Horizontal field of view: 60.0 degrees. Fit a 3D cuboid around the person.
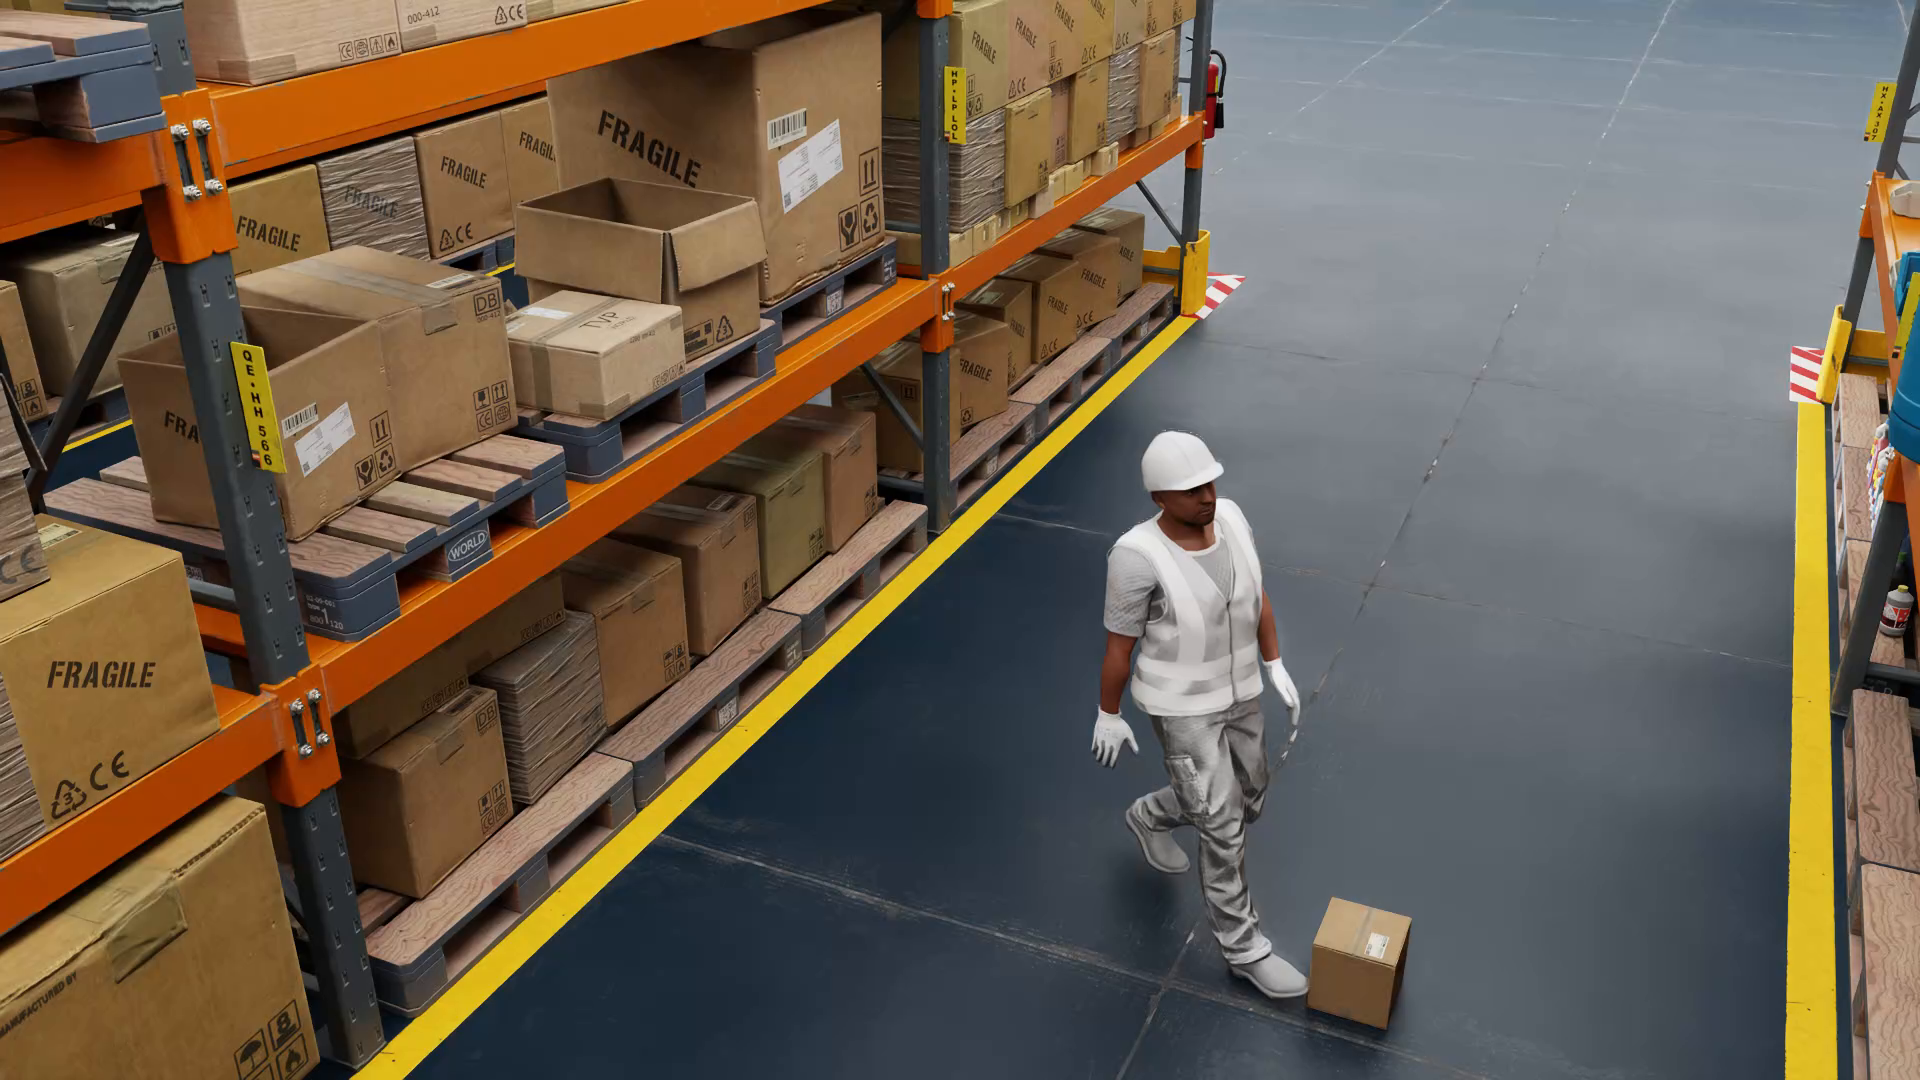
[{"bbox_3d":[0.814,0.516,5.102,0.619,1.717,0.922,-19,32,-34],"label":"person"}]
